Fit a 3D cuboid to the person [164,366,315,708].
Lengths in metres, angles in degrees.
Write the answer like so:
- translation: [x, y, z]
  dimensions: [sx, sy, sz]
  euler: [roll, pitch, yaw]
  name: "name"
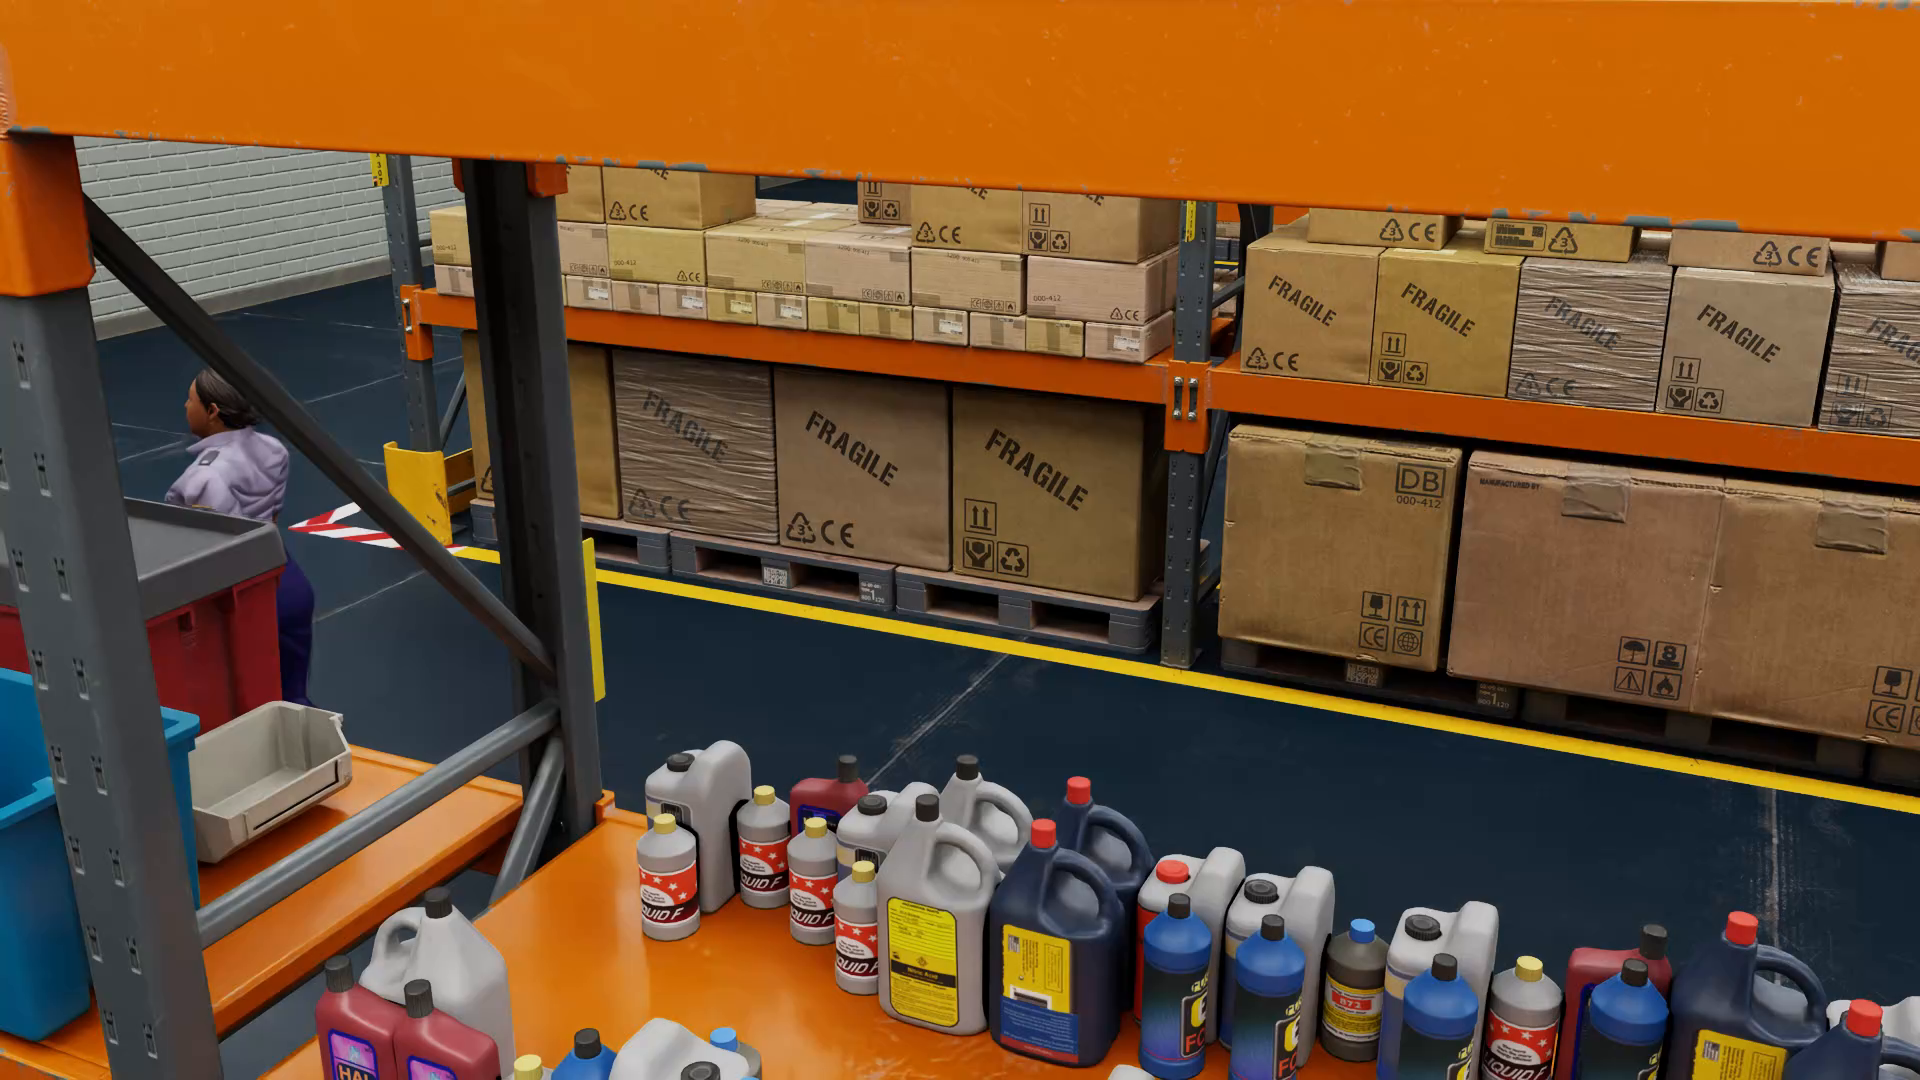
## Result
- translation: [-2.344, 0.263, 5.386]
  dimensions: [0.493, 1.712, 0.479]
  euler: [5, 20, 14]
  name: "person"
